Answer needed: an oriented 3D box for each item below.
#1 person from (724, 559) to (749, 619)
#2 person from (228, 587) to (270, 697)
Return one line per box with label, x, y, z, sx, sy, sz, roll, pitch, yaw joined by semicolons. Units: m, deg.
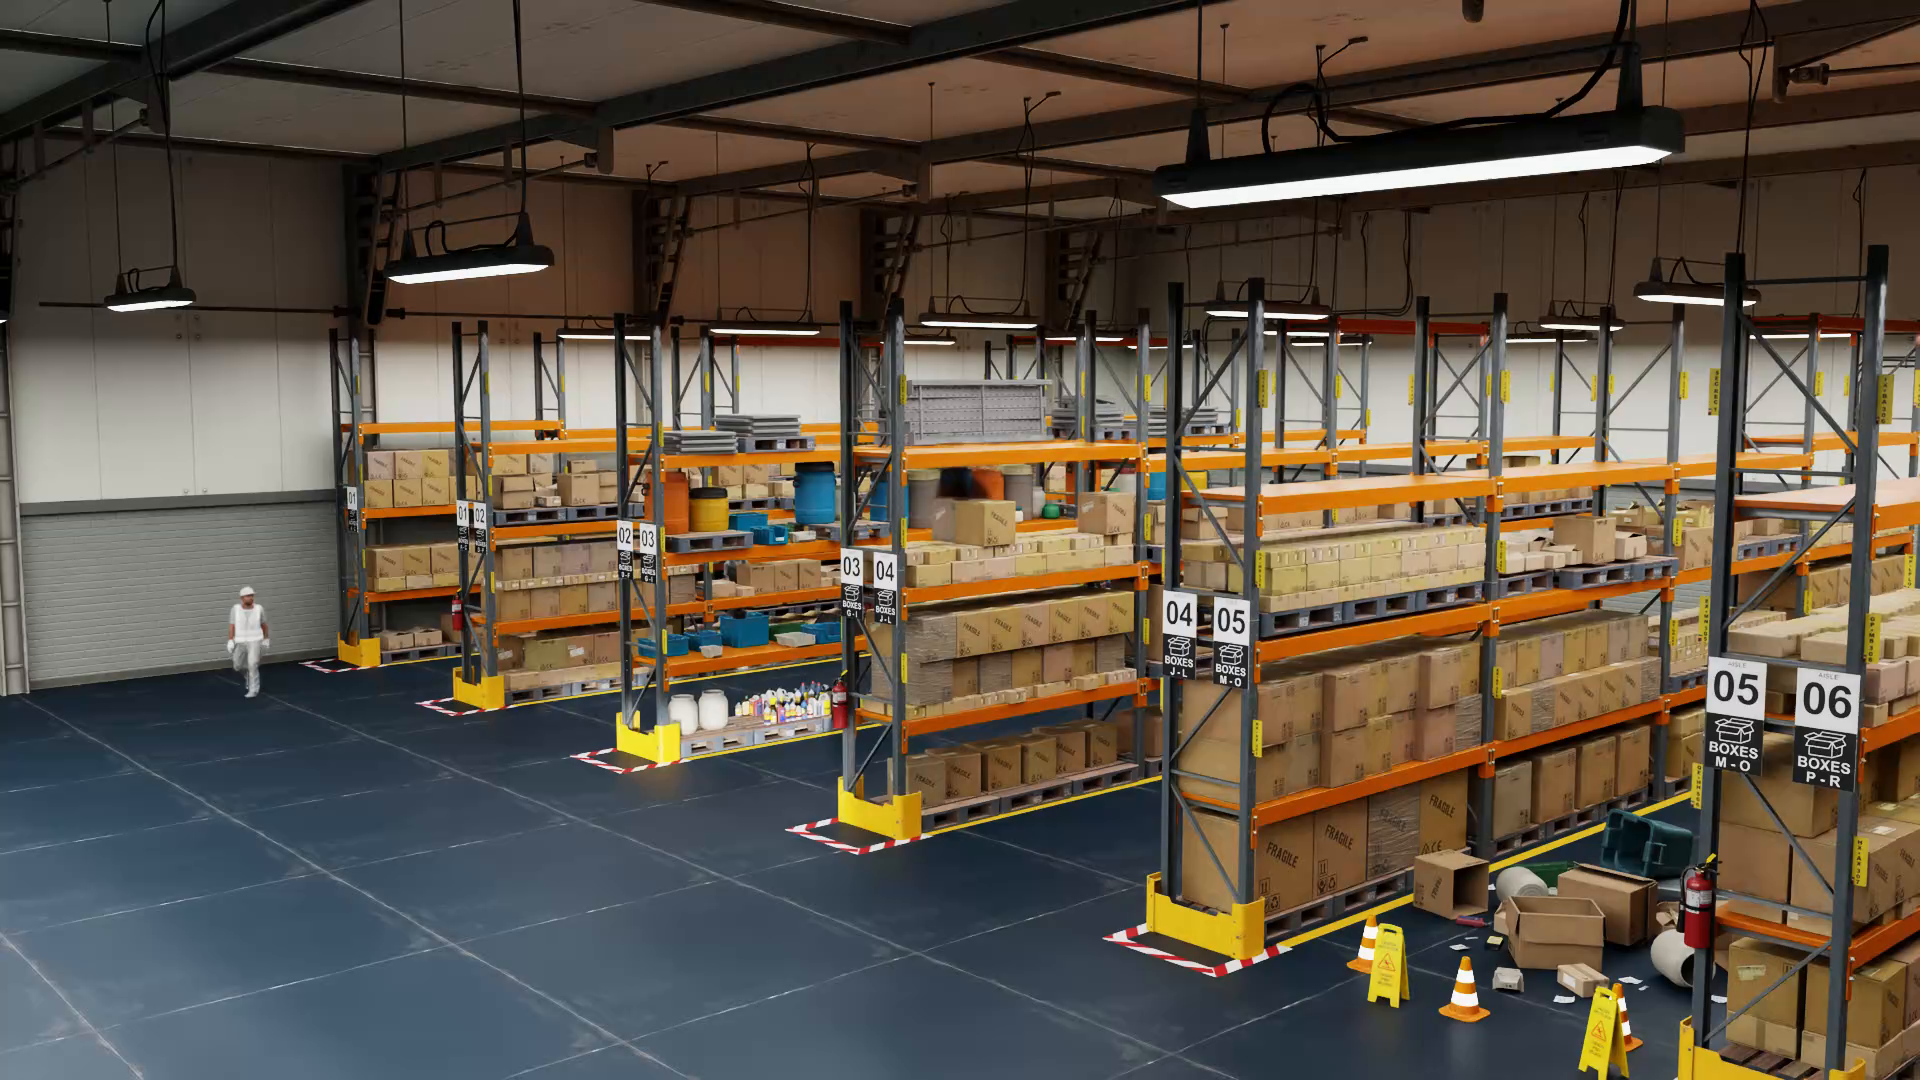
person;-4.507;1.004;33.671;0.553;1.761;0.409;-5;8;-44
person;-11.451;1.630;26.809;0.576;1.764;0.700;0;6;-3
